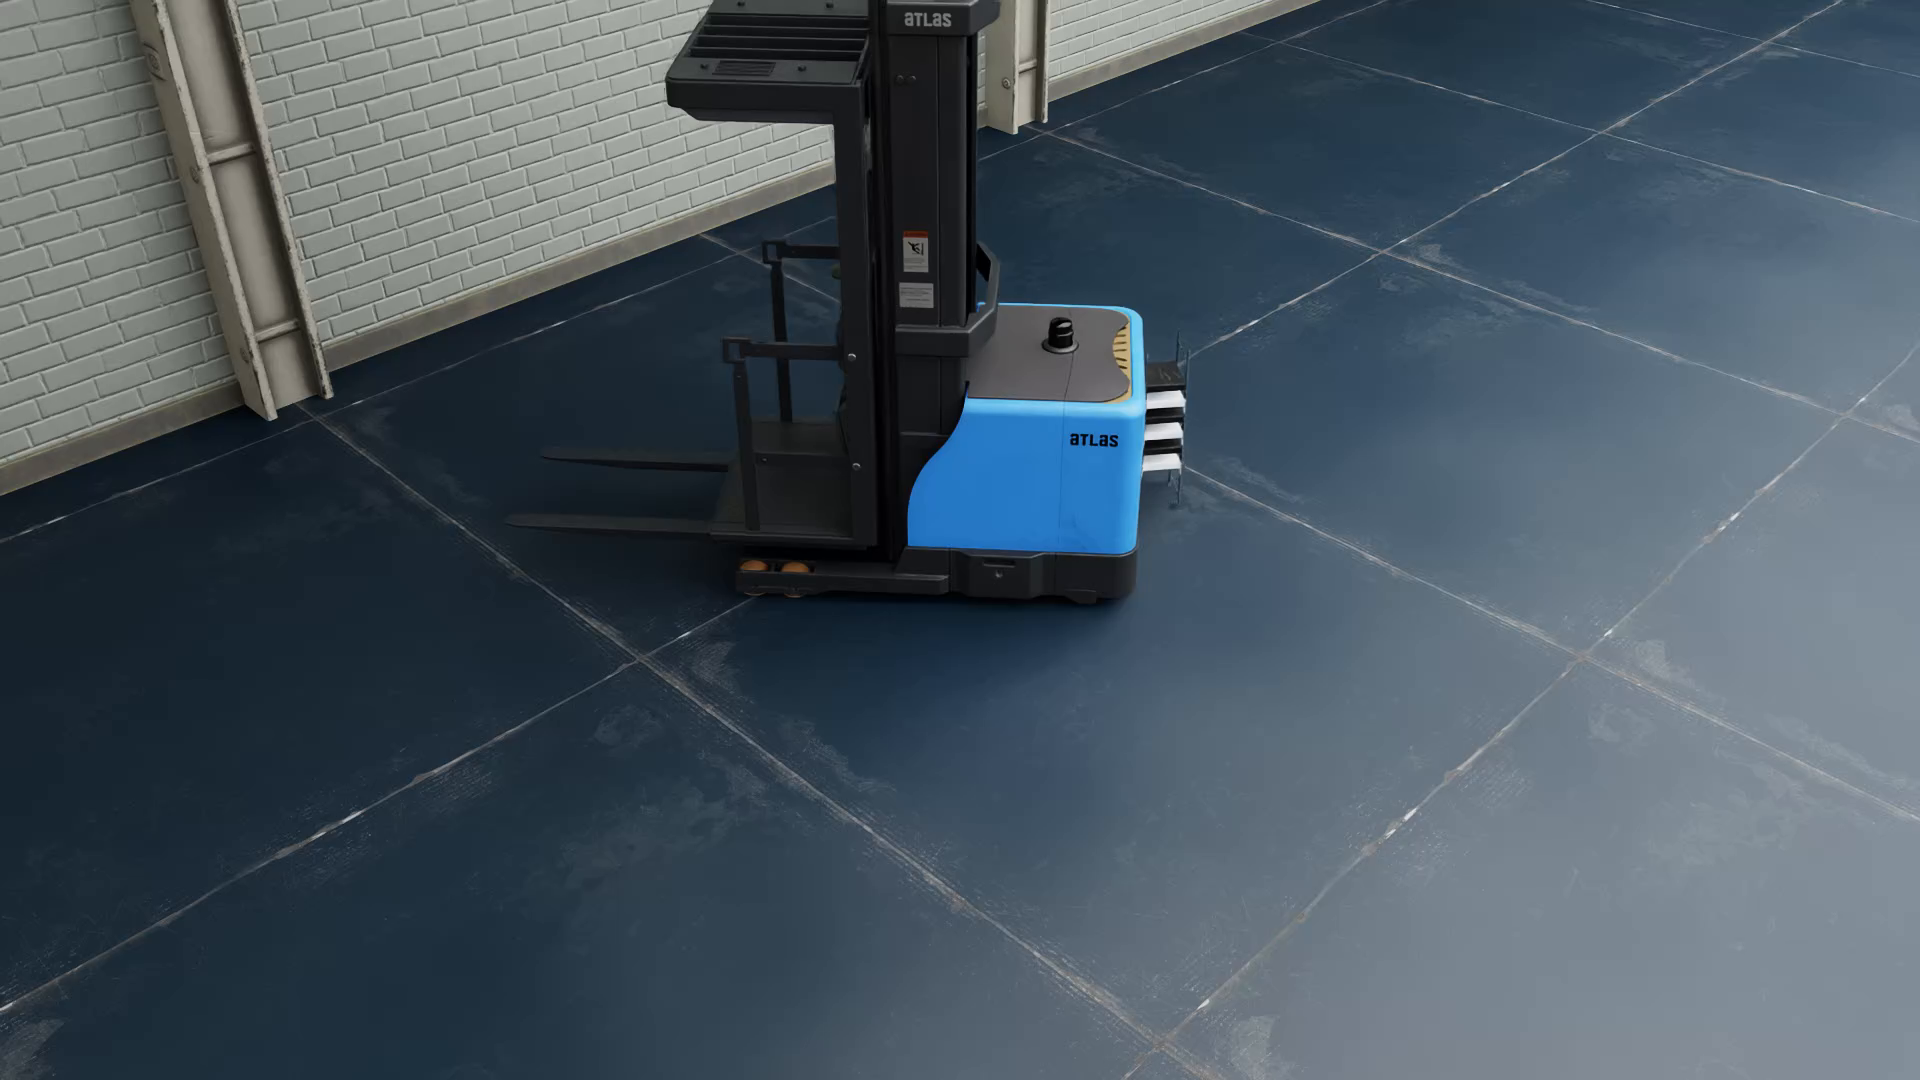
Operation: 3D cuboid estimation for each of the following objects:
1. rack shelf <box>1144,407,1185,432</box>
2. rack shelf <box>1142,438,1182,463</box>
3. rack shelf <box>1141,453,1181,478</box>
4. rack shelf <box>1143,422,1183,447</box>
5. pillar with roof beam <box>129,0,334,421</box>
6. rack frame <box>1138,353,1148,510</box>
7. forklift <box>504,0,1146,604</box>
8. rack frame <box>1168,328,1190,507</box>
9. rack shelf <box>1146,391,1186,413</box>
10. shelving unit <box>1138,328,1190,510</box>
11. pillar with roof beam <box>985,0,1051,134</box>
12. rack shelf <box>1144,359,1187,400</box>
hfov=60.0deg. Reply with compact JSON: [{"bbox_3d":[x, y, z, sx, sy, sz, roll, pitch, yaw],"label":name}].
[{"bbox_3d":[0.991,-0.642,8.282,0.200,0.077,0.258,-4,35,-4],"label":"rack shelf"},{"bbox_3d":[0.995,-0.495,8.385,0.200,0.077,0.258,-4,35,-4],"label":"rack shelf"},{"bbox_3d":[0.996,-0.421,8.436,0.200,0.077,0.258,-4,35,-4],"label":"rack shelf"},{"bbox_3d":[0.993,-0.568,8.333,0.200,0.077,0.258,-4,35,-4],"label":"rack shelf"},{"bbox_3d":[-0.738,-2.754,4.333,9.100,9.000,0.400,30,45,35],"label":"pillar with roof beam"},{"bbox_3d":[0.891,-0.588,8.306,0.006,0.900,0.240,-4,35,-4],"label":"rack frame"},{"bbox_3d":[-0.656,-1.229,7.450,3.031,2.935,1.130,2,35,3],"label":"forklift"},{"bbox_3d":[1.093,-0.604,8.322,0.006,0.900,0.240,-4,35,-4],"label":"rack frame"},{"bbox_3d":[0.990,-0.716,8.230,0.200,0.077,0.258,-4,35,-4],"label":"rack shelf"},{"bbox_3d":[0.992,-0.596,8.314,0.210,0.900,0.258,-4,35,-4],"label":"shelving unit"},{"bbox_3d":[3.490,-5.190,7.825,9.100,9.000,0.400,30,45,35],"label":"pillar with roof beam"},{"bbox_3d":[0.988,-0.790,8.178,0.200,0.077,0.258,-4,35,-4],"label":"rack shelf"}]
